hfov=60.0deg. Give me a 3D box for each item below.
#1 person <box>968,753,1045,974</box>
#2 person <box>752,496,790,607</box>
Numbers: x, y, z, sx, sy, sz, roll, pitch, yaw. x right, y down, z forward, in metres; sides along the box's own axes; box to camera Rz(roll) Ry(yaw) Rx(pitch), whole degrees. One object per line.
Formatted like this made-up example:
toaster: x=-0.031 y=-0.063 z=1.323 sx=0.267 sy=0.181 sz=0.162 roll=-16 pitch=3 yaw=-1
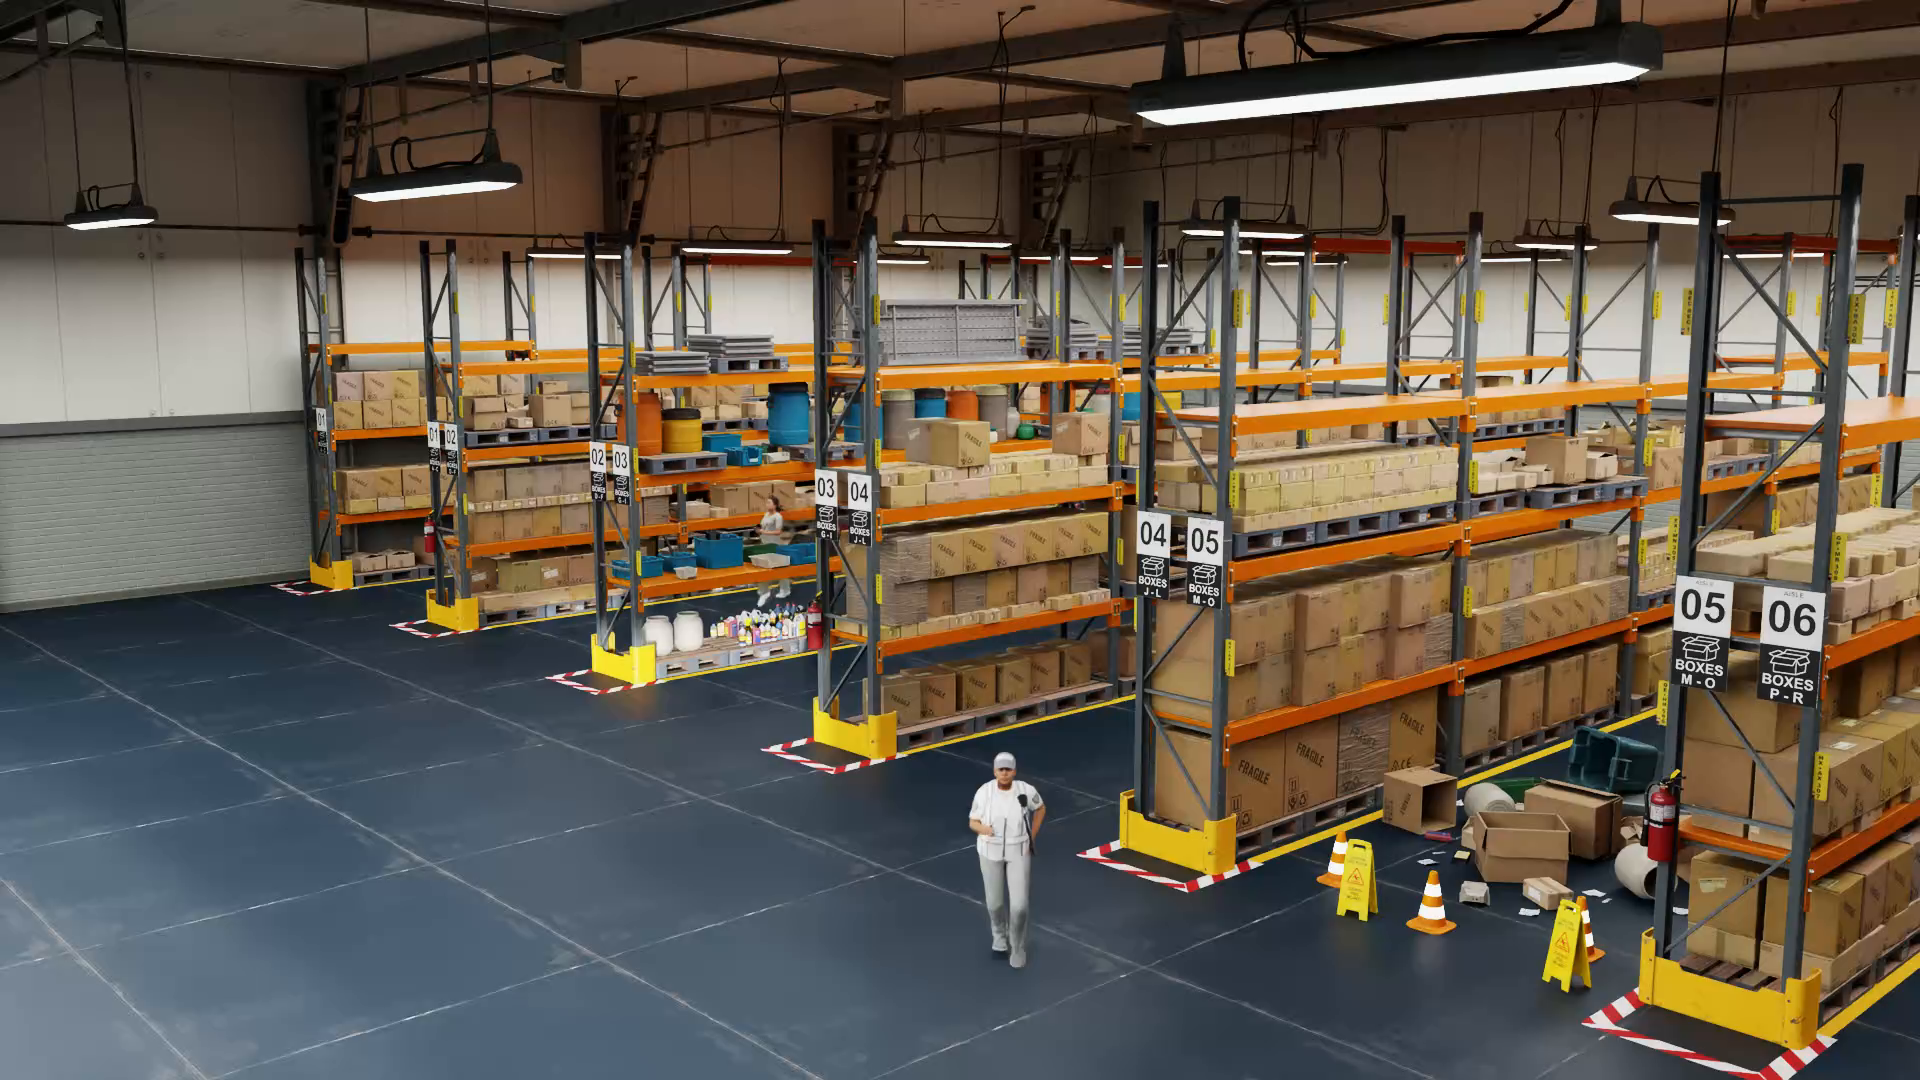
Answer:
person: x=0.355 y=2.487 z=12.851 sx=0.584 sy=1.712 sz=0.679 roll=1 pitch=8 yaw=5
person: x=-3.042 y=0.171 z=26.538 sx=0.535 sy=1.768 sz=0.730 roll=7 pitch=11 yaw=39
